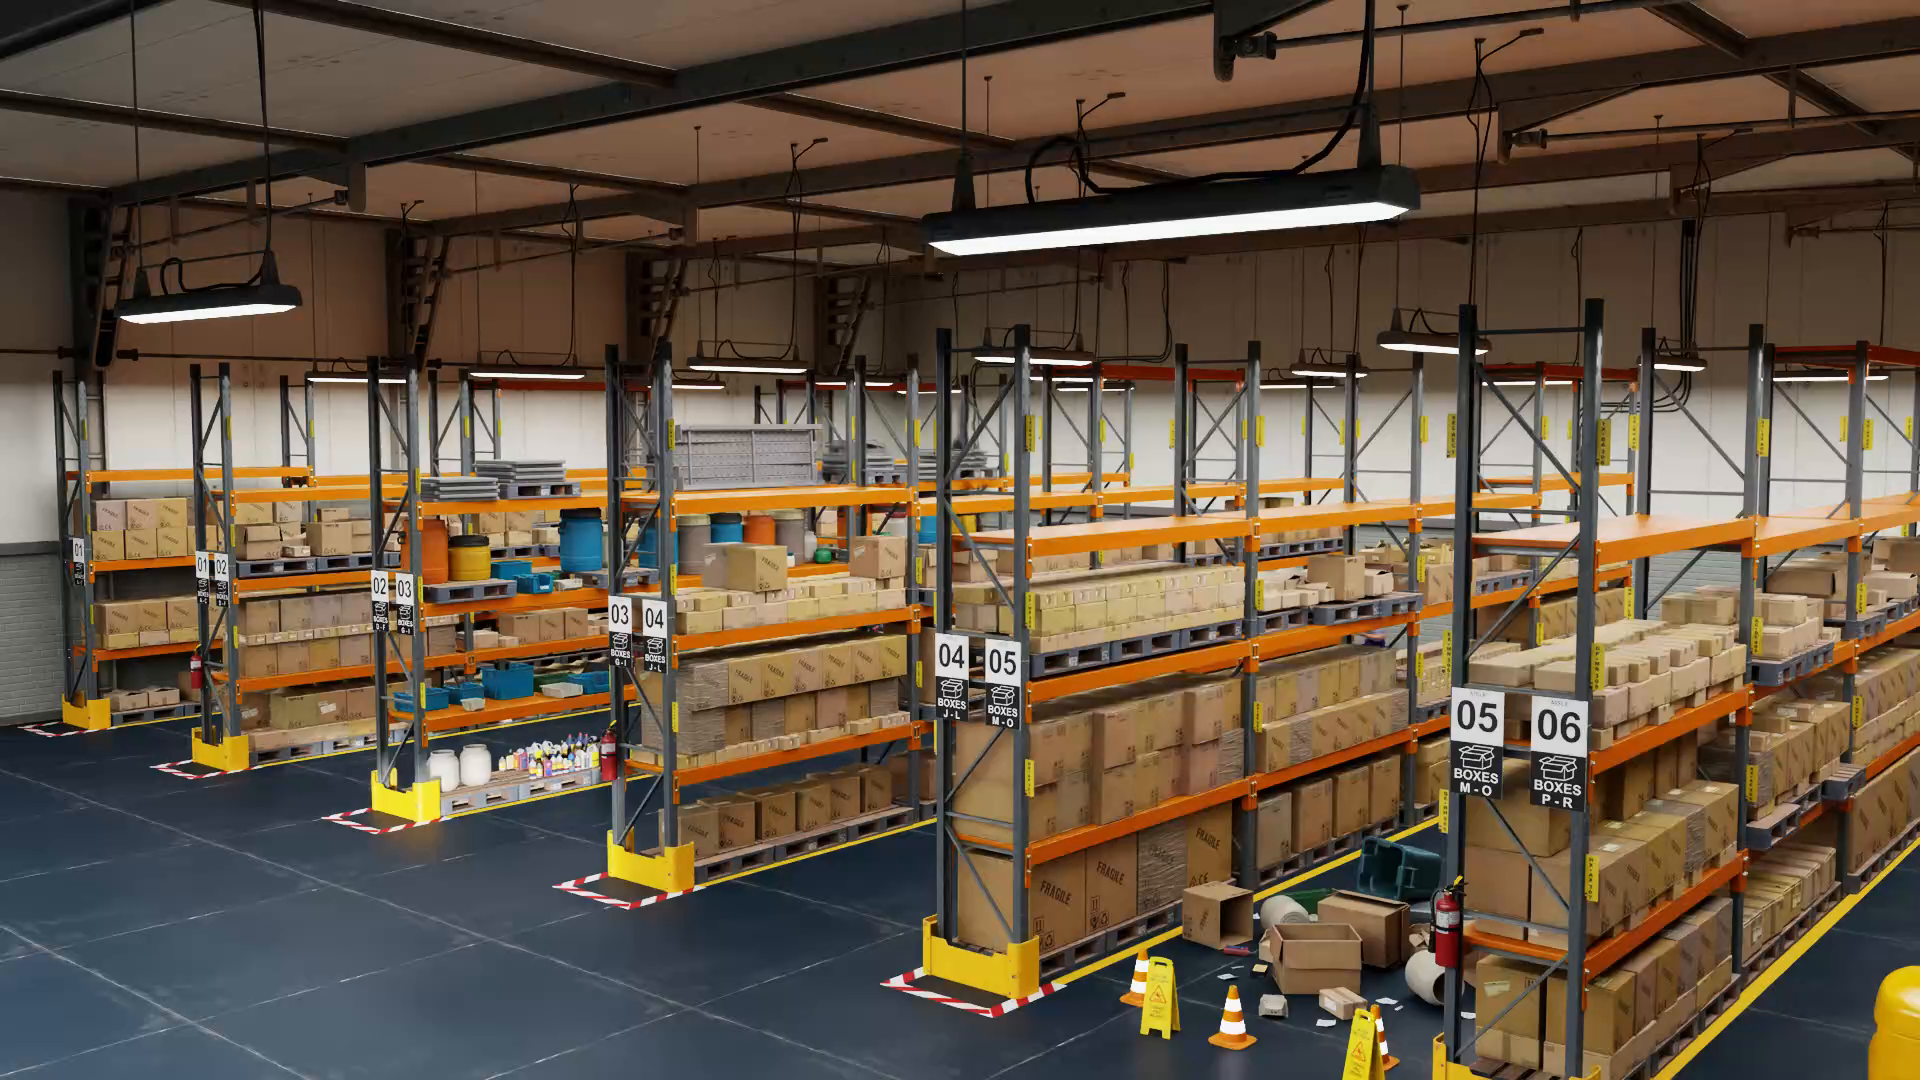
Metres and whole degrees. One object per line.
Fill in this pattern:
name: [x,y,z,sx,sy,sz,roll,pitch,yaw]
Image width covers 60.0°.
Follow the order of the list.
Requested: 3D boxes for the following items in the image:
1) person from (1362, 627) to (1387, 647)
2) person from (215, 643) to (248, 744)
person: [7.910,2.061,31.716,0.618,1.662,0.920,-2,5,-26]
person: [-11.591,2.418,26.737,0.615,1.672,0.934,3,5,36]
